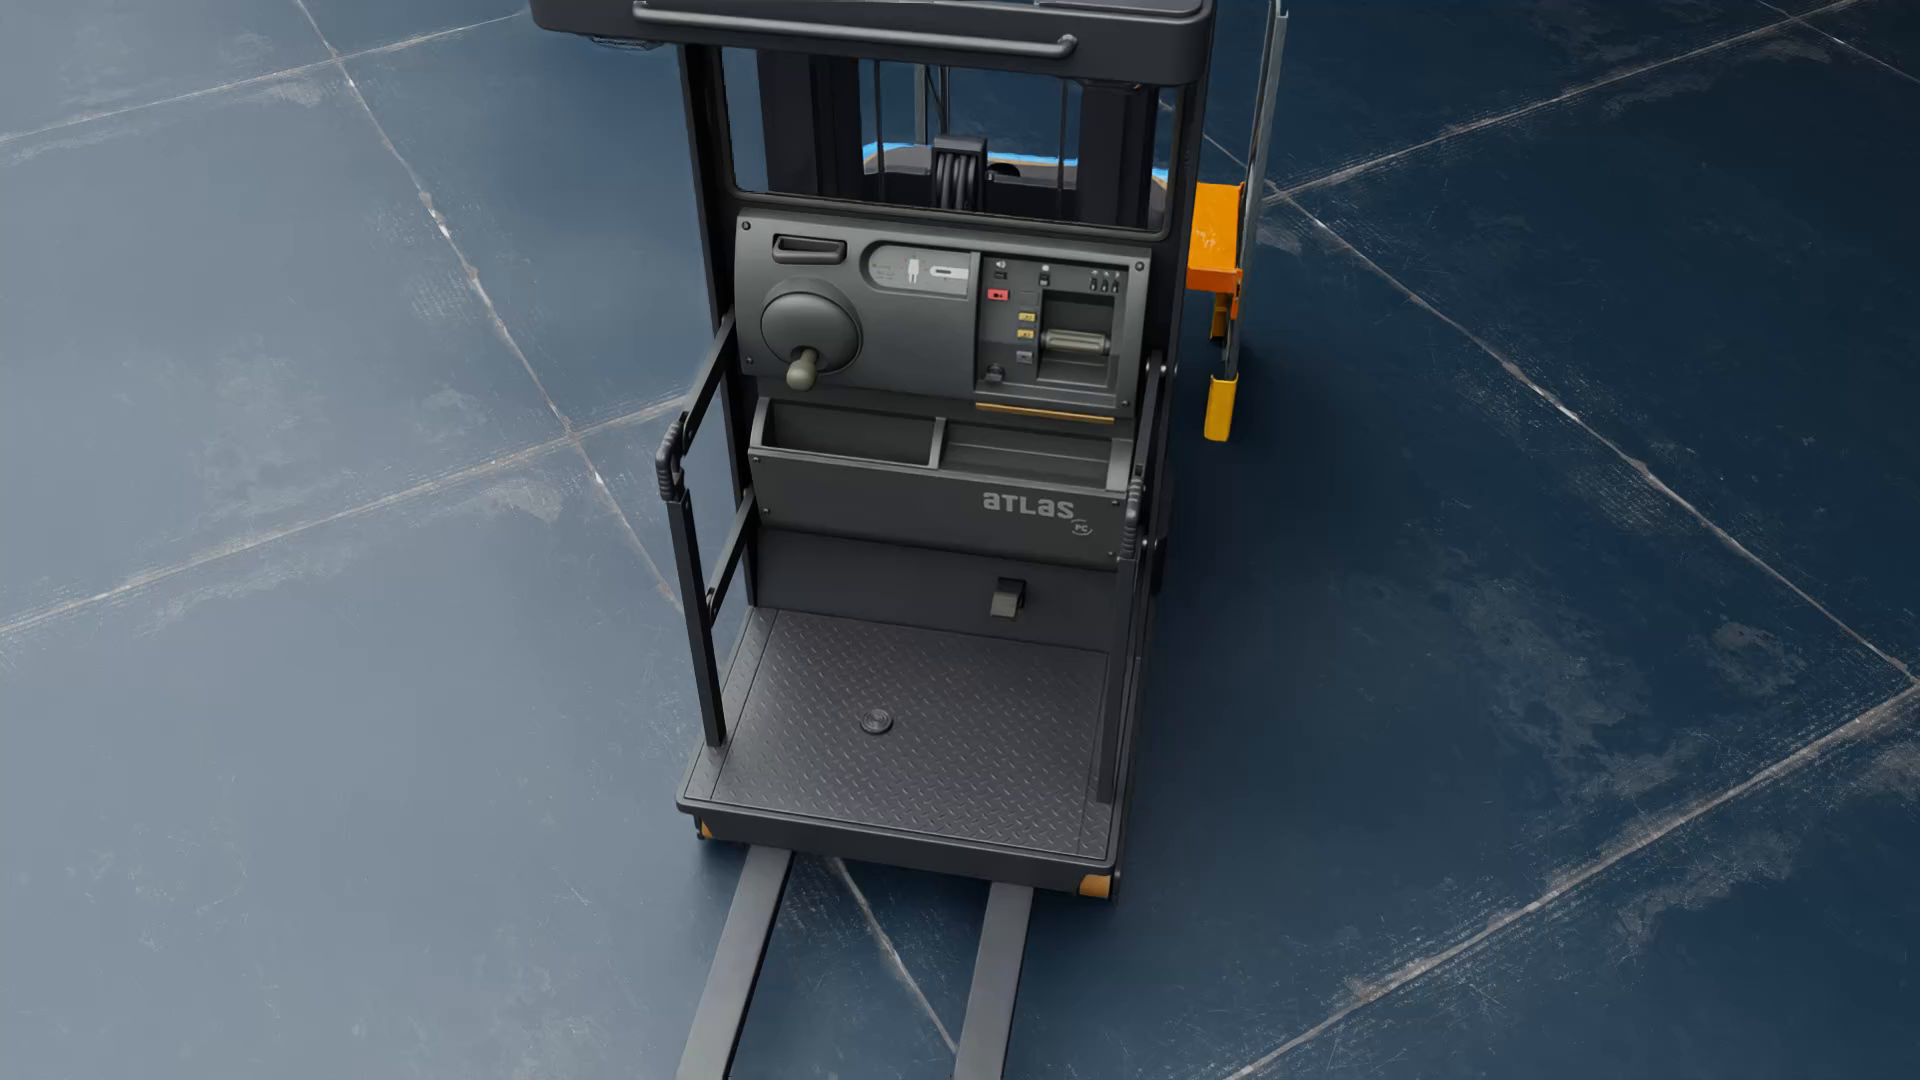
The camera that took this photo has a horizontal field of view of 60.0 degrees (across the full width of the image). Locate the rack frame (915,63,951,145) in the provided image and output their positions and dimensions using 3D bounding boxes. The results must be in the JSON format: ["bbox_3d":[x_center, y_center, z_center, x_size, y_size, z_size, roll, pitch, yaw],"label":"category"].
[{"bbox_3d":[-0.081,-1.178,5.387,0.032,1.500,0.500,6,44,6],"label":"rack frame"}]

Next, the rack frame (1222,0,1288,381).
[{"bbox_3d":[0.925,-1.074,5.280,0.032,1.500,0.500,6,44,6],"label":"rack frame"}]

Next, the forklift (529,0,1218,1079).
[{"bbox_3d":[-0.084,-0.411,3.568,1.130,2.935,3.031,7,45,7],"label":"forklift"}]

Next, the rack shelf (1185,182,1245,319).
[{"bbox_3d":[0.422,-0.997,5.458,1.000,0.185,0.538,6,44,6],"label":"rack shelf"}]

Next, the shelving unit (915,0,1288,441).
[{"bbox_3d":[0.413,-1.127,5.334,1.083,1.500,0.587,6,44,6],"label":"shelving unit"}]

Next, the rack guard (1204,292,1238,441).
[{"bbox_3d":[0.905,-0.628,5.717,0.087,0.250,0.587,6,44,6],"label":"rack guard"}]
